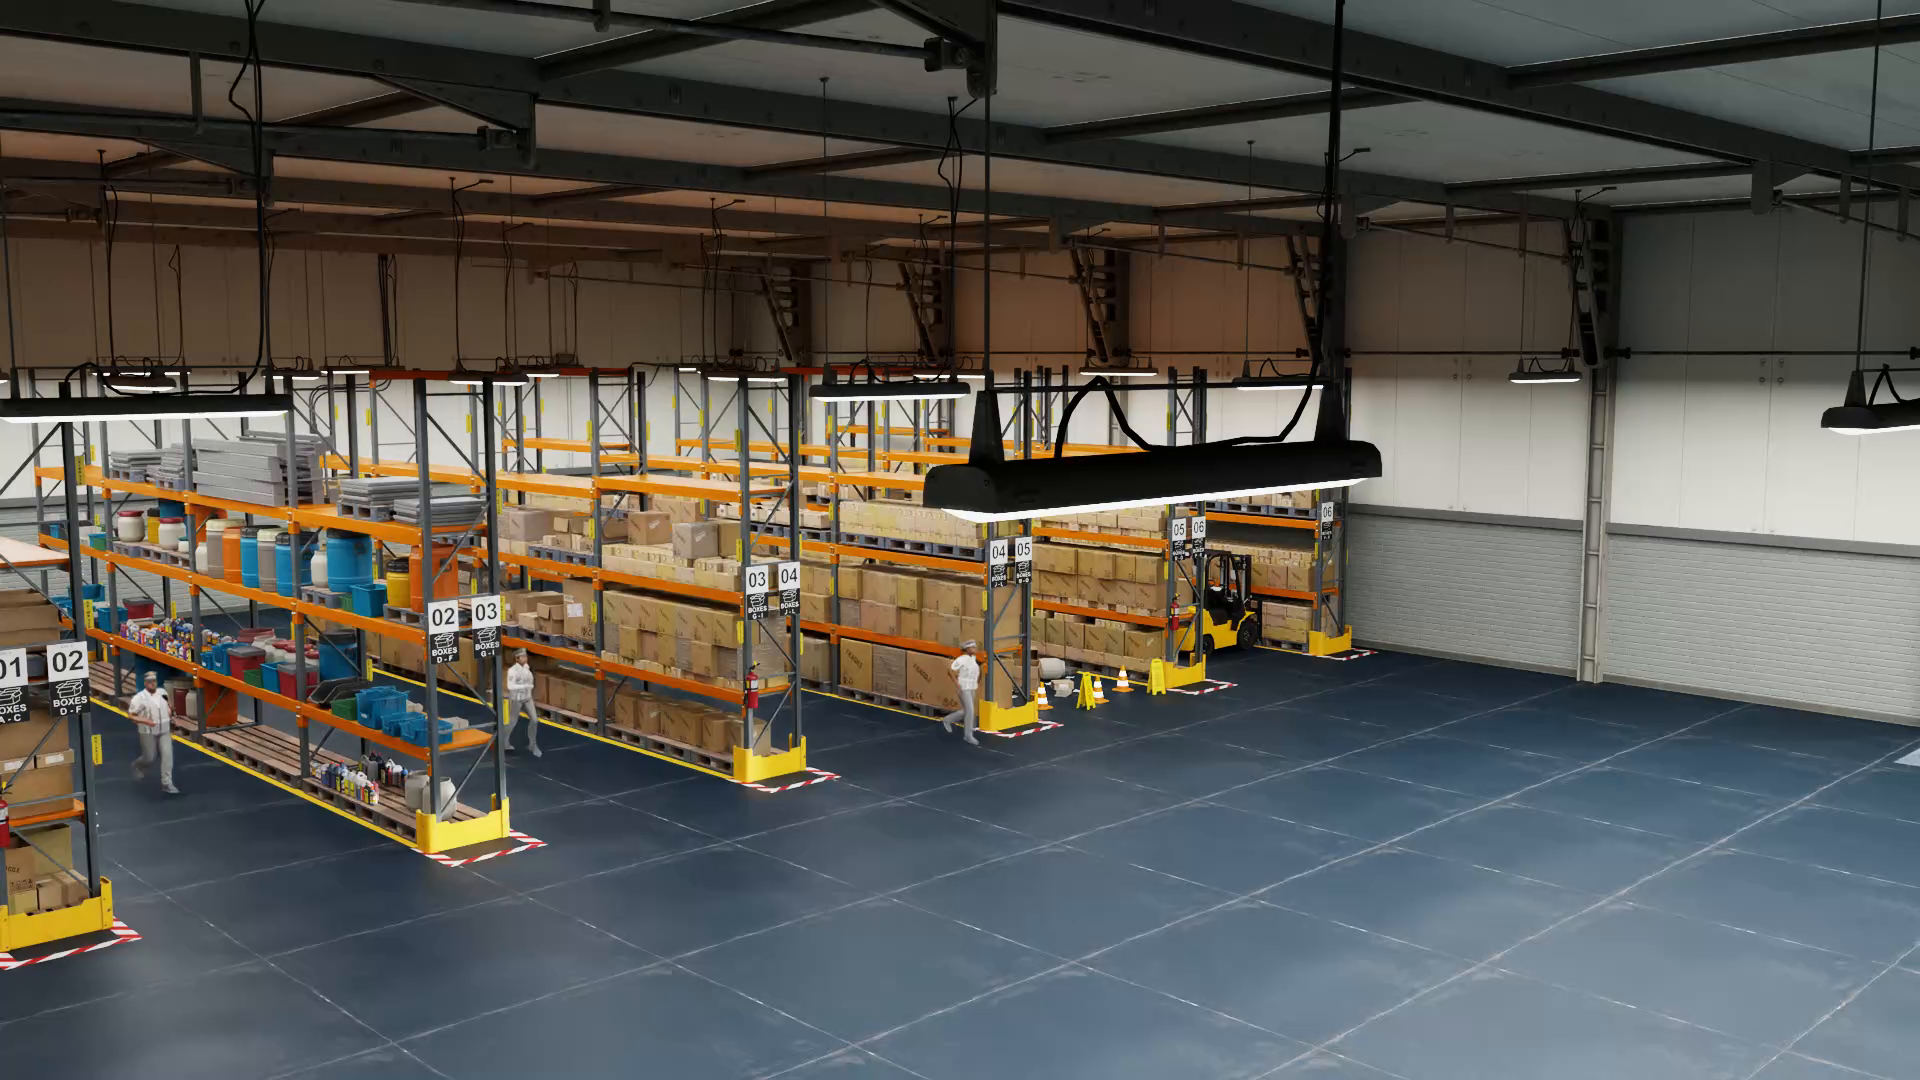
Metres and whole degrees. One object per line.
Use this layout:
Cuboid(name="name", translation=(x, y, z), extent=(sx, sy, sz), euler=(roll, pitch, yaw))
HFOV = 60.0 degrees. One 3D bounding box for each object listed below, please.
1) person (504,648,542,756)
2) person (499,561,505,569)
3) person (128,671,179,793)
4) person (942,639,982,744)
Cuboid(name="person", translation=(-6.933, 2.541, 26.194), extent=(0.816, 1.737, 0.557), euler=(4, 8, 35))
Cuboid(name="person", translation=(-11.316, 0.989, 40.470), extent=(0.548, 1.571, 0.627), euler=(-6, 9, -42))
Cuboid(name="person", translation=(-11.619, 2.750, 24.014), extent=(0.992, 1.747, 0.678), euler=(5, 8, 39))
Cuboid(name="person", translation=(0.080, 2.453, 27.256), extent=(0.808, 1.679, 0.611), euler=(5, 8, 35))
